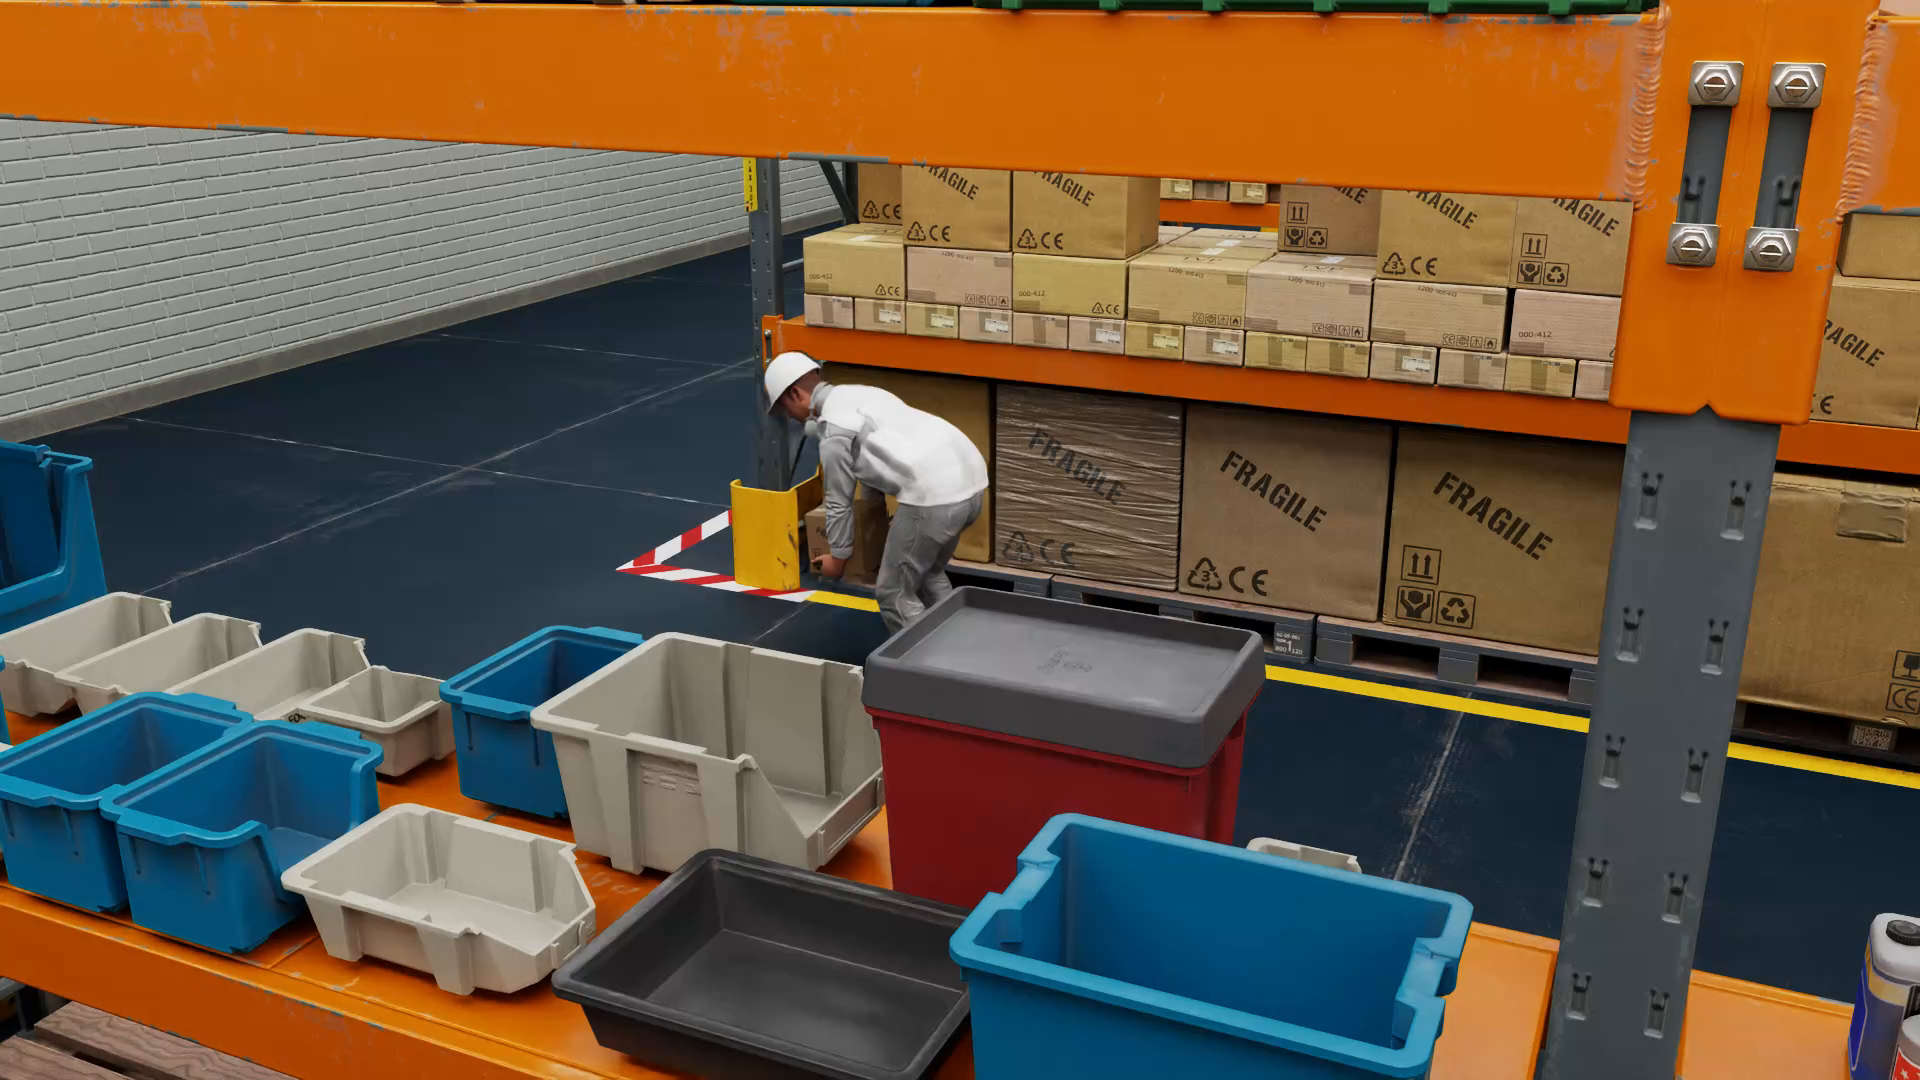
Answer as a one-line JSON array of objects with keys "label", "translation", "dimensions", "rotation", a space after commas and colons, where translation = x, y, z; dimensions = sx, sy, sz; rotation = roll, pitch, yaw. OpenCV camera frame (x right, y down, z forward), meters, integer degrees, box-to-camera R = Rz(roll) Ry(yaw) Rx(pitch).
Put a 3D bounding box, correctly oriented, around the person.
[{"label": "person", "translation": [-0.276, -0.165, 6.703], "dimensions": [0.737, 1.650, 0.471], "rotation": [8, 20, 22]}]
